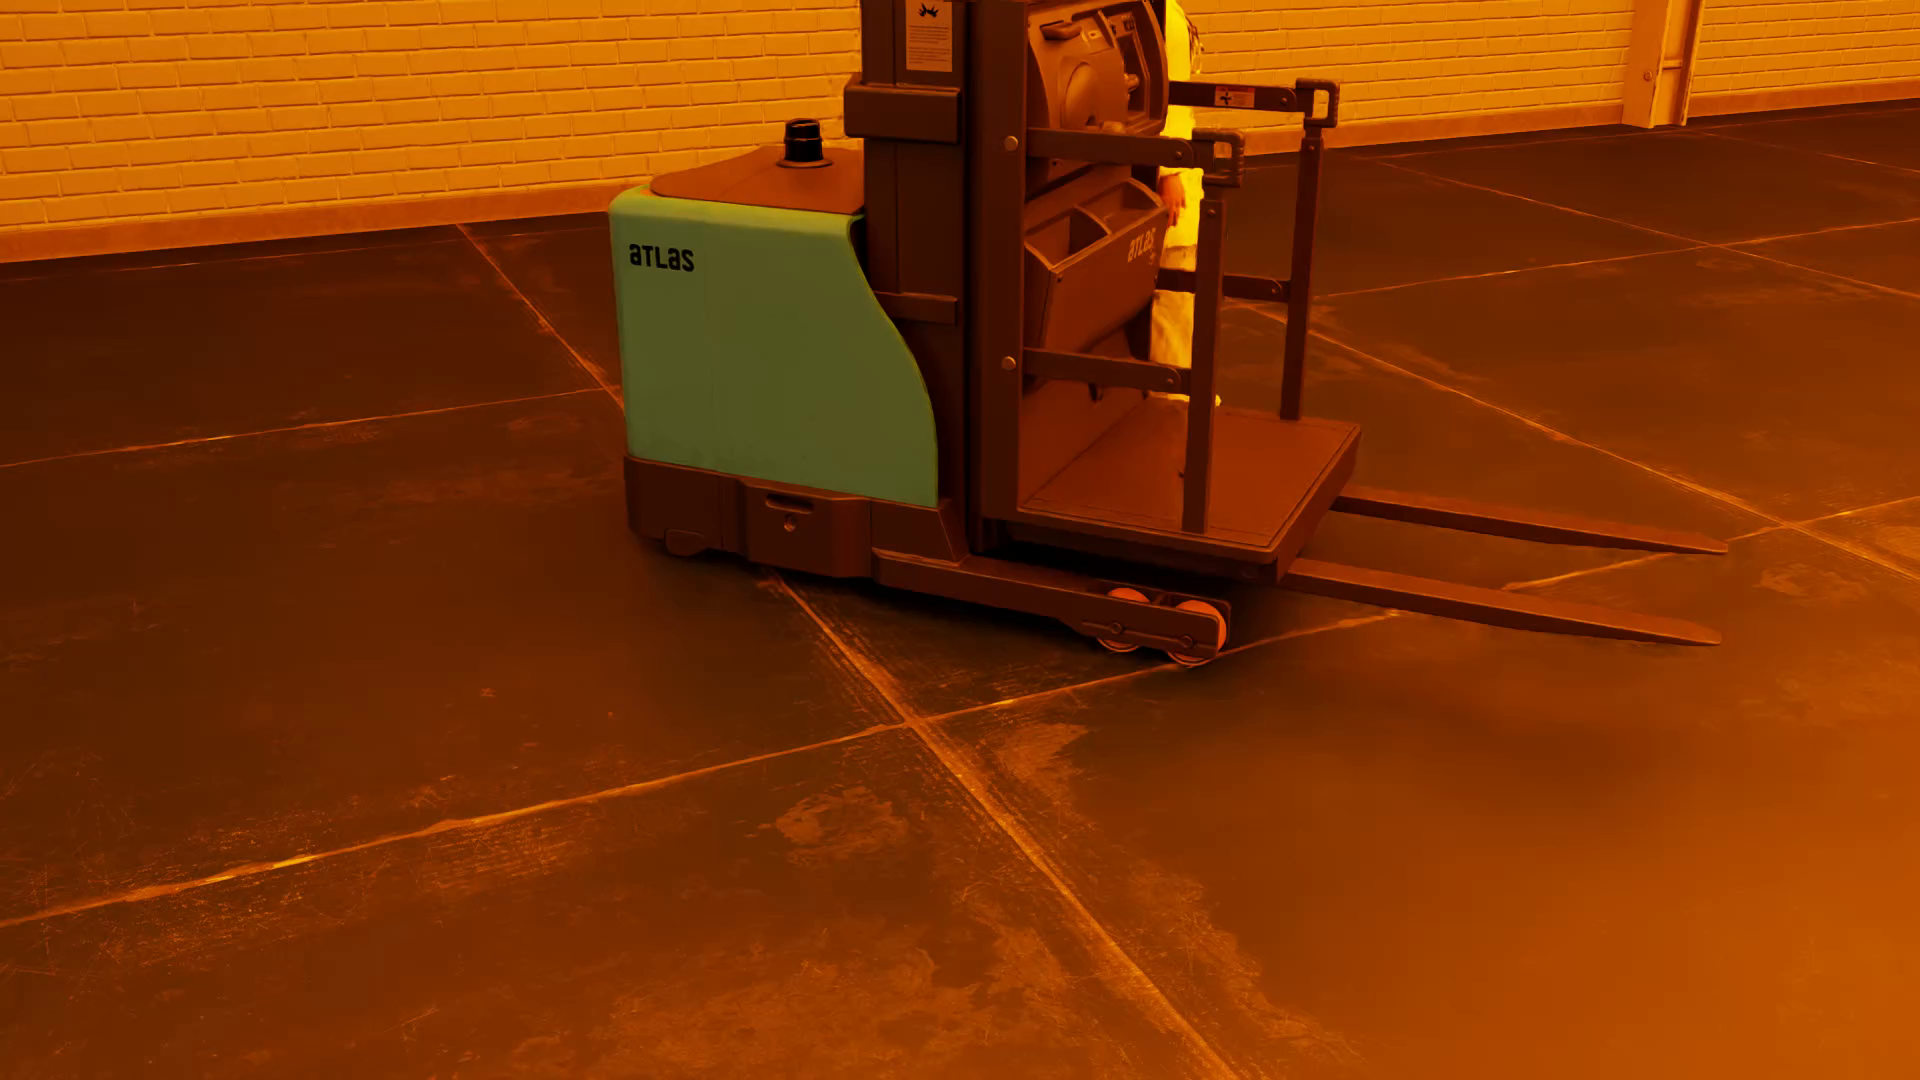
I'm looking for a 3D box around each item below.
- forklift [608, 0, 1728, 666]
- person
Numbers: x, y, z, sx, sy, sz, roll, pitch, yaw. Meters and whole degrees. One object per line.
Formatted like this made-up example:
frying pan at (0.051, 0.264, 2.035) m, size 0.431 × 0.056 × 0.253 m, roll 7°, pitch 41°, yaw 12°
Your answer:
forklift at (0.558, -1.258, 4.315) m, size 3.031 × 2.935 × 1.130 m, roll 10°, pitch 25°, yaw 22°
person at (0.788, -1.280, 5.863) m, size 0.551 × 1.782 × 0.707 m, roll 2°, pitch 23°, yaw 5°
